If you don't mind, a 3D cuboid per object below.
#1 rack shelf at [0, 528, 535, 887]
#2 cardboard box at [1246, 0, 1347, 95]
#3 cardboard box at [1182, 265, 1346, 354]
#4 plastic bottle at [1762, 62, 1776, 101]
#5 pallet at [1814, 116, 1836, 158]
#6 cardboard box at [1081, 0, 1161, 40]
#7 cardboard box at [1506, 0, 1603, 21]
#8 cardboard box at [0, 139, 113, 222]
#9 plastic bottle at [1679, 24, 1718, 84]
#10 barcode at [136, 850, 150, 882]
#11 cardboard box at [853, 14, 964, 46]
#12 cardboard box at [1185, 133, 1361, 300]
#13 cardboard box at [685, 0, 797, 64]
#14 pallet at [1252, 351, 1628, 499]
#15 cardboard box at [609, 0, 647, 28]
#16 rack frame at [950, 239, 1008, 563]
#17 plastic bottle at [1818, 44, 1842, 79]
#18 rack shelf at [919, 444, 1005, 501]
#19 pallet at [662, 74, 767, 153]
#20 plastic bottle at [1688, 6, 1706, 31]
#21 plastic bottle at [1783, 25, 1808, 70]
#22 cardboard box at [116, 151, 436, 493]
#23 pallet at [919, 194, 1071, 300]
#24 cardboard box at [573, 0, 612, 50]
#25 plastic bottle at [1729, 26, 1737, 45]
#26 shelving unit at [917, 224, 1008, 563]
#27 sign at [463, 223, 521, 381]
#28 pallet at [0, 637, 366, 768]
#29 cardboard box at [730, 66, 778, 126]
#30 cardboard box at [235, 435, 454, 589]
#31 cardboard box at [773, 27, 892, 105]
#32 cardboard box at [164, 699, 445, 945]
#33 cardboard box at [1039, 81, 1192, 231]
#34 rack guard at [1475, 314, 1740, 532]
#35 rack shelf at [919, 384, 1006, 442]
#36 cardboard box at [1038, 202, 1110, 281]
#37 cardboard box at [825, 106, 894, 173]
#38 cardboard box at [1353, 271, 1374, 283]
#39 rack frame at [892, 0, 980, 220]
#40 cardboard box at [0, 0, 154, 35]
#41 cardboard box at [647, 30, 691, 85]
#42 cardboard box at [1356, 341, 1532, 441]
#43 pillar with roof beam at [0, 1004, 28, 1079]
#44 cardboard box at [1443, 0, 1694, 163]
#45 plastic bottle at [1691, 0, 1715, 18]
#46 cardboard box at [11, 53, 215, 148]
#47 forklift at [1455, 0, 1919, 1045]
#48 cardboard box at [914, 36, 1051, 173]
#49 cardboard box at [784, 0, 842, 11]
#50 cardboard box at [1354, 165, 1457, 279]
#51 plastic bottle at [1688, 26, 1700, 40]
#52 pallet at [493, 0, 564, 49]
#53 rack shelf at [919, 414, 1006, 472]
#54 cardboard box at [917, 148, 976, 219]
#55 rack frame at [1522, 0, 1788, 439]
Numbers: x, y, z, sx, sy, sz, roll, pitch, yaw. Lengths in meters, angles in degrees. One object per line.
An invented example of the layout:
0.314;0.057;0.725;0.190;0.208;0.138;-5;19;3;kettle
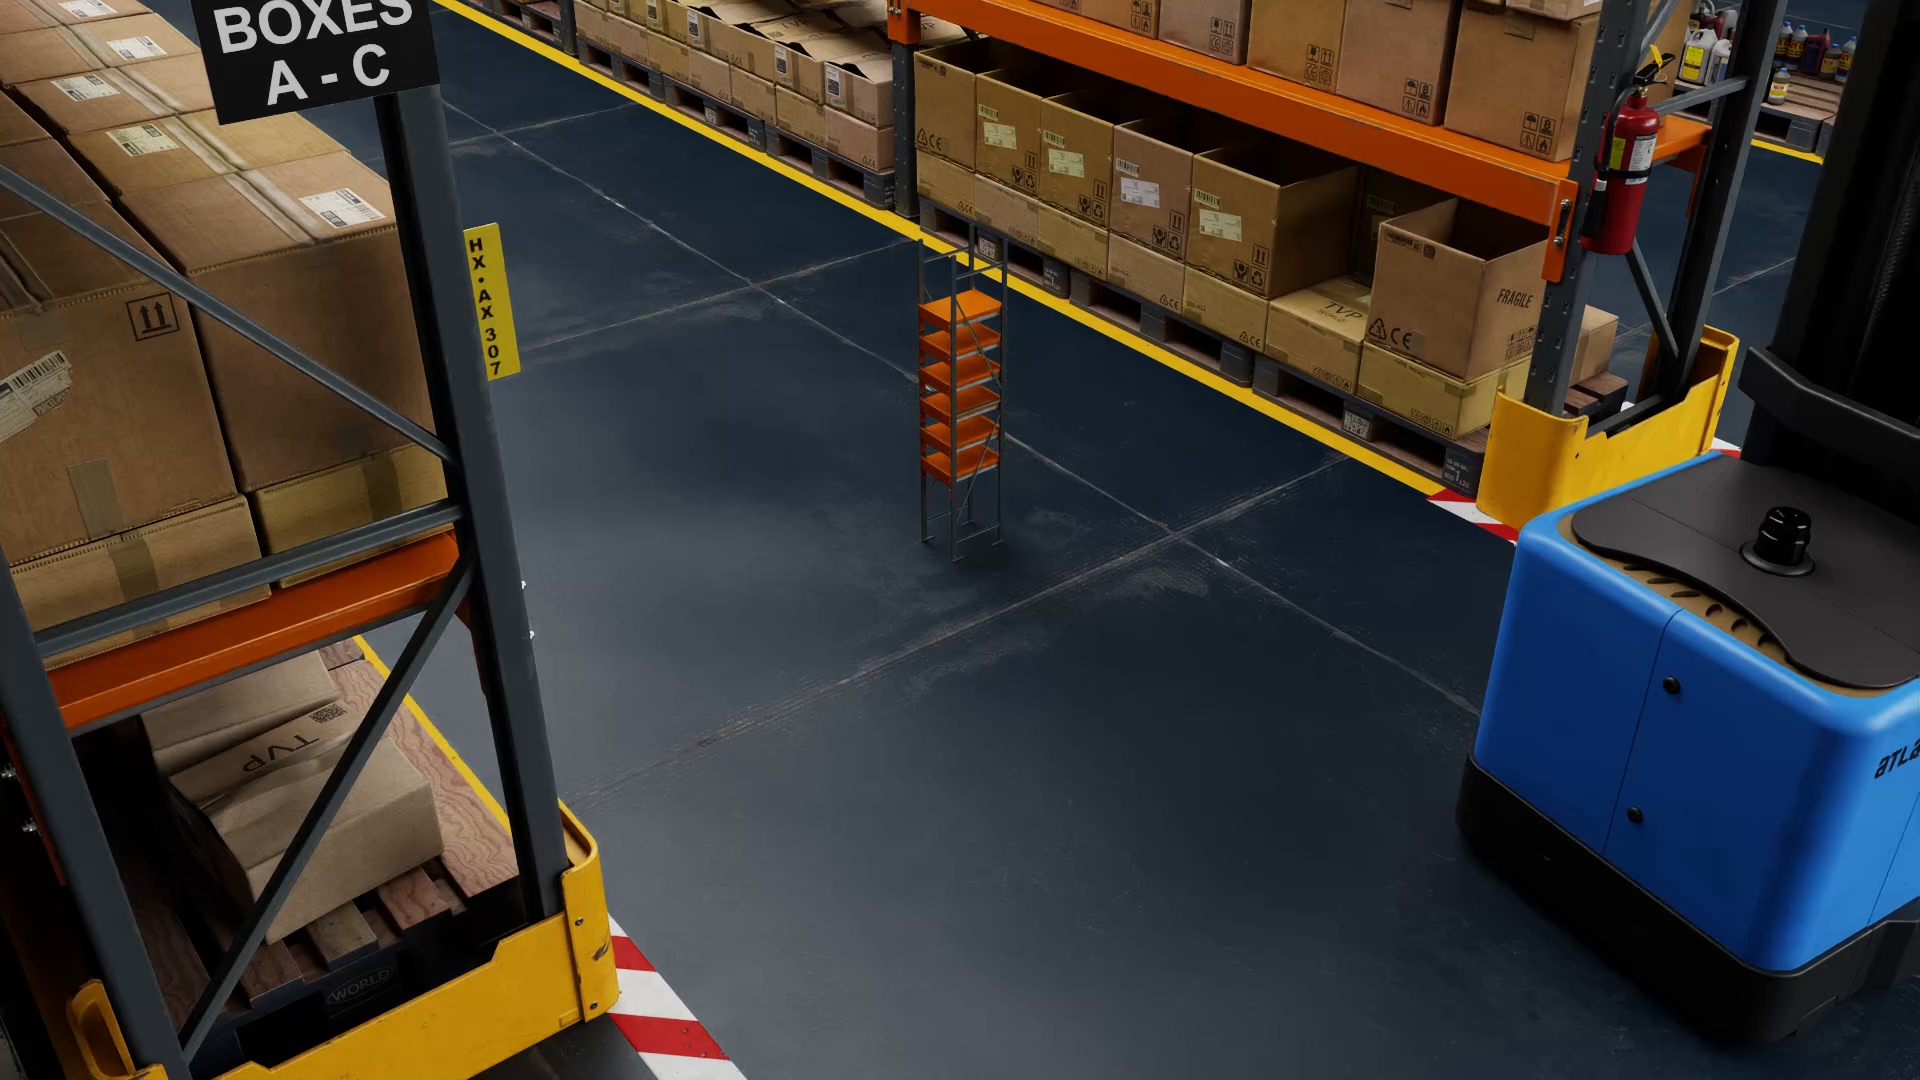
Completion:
-2.609;-0.458;4.826;1.077;0.370;4.000;-22;38;-31;rack shelf
1.626;-2.202;6.857;0.700;0.500;0.500;-22;38;-31;cardboard box
1.342;-1.085;7.362;0.500;0.250;0.500;-22;38;-31;cardboard box
4.885;-2.835;10.129;0.061;0.283;0.133;-21;38;-30;plastic bottle
5.865;-2.308;9.765;1.003;0.211;1.213;-22;38;-31;pallet
0.985;-2.633;7.551;0.700;0.500;0.500;-22;38;-31;cardboard box
2.143;-1.950;5.837;0.380;0.149;0.250;-23;39;-32;cardboard box
-2.140;-0.534;3.679;0.500;0.500;0.500;-22;38;-31;cardboard box
4.648;-3.060;10.428;0.144;0.351;0.185;-21;37;-29;plastic bottle
-2.063;0.826;4.200;0.001;0.075;0.075;-22;38;-31;barcode
-0.284;-2.913;9.774;0.500;0.311;0.500;-23;38;-32;cardboard box
1.339;-1.403;7.162;0.500;0.500;0.500;-22;38;-31;cardboard box
-1.333;-3.160;10.172;0.500;0.311;0.500;-23;38;-32;cardboard box
2.026;-0.655;7.104;1.003;0.211;1.213;-22;38;-31;pallet
-1.960;-3.588;10.860;0.500;0.311;0.500;-23;39;-33;cardboard box
0.065;-0.466;5.862;0.240;1.200;0.006;-22;38;-31;rack frame
5.514;-3.033;10.526;0.097;0.201;0.097;0;32;0;plastic bottle
0.009;-0.262;6.074;0.258;0.103;0.180;-22;38;-31;rack shelf
-1.160;-2.820;10.591;1.003;0.211;1.213;-22;38;-31;pallet
4.863;-3.402;11.042;0.061;0.283;0.133;-22;38;-31;plastic bottle
5.367;-3.163;10.668;0.097;0.271;0.097;0;32;0;plastic bottle
-1.438;-0.490;3.608;0.500;0.500;0.500;-22;38;-31;cardboard box
0.530;-1.672;8.742;1.003;0.211;1.213;-22;38;-31;pallet
-2.288;-3.566;11.356;0.500;0.250;0.500;-22;38;-32;cardboard box
5.119;-3.301;10.958;0.097;0.201;0.097;0;32;0;plastic bottle
0.009;-0.504;5.924;0.258;1.200;0.189;-22;38;-31;shelving unit
-0.954;-0.473;3.349;0.100;0.325;0.005;-22;38;-31;sign
-2.643;0.365;5.463;1.003;0.211;1.213;-22;38;-31;pallet
-1.031;-2.715;9.987;0.500;0.250;0.500;-21;38;-30;cardboard box
-1.431;-0.181;3.822;0.500;0.250;0.500;-24;39;-33;cardboard box
-0.724;-2.741;9.496;0.500;0.311;0.500;-21;38;-30;cardboard box
-1.736;0.708;4.399;0.500;0.311;0.500;-27;41;-36;cardboard box
0.726;-1.819;7.833;0.500;0.500;0.500;-22;38;-31;cardboard box
2.543;-0.462;6.521;1.175;0.500;0.348;-22;38;-31;rack guard
0.009;-0.466;5.947;0.258;0.103;0.180;-22;38;-31;rack shelf
0.725;-1.500;8.031;0.500;0.250;0.500;-22;38;-31;cardboard box
-0.408;-2.291;9.303;0.500;0.250;0.500;-23;38;-32;cardboard box
2.065;-1.047;7.301;0.500;0.250;0.500;-22;38;-31;cardboard box
0.075;-3.201;8.562;1.000;3.000;0.127;-22;38;-31;rack frame
-2.690;-1.344;4.983;0.500;0.500;0.500;-23;39;-33;cardboard box
-1.656;-3.142;10.673;0.500;0.250;0.500;-23;39;-33;cardboard box
1.966;-0.673;6.698;0.500;0.250;0.500;-22;38;-31;cardboard box
0.905;-3.883;3.973;9.100;9.000;0.400;-22;38;-31;pillar with roof beam
2.252;-1.776;6.171;0.700;0.500;0.500;-22;38;-31;cardboard box
4.929;-3.474;11.095;0.144;0.351;0.185;-23;38;-32;plastic bottle
-2.045;-0.916;4.295;0.500;0.500;0.500;-24;39;-33;cardboard box
2.961;-0.563;4.378;3.031;2.935;1.130;-18;36;-26;forklift
0.112;-2.236;8.504;0.500;0.500;0.500;-22;38;-31;cardboard box
-0.925;-3.343;10.466;0.500;0.311;0.500;-21;38;-30;cardboard box
2.067;-1.366;7.104;0.500;0.500;0.500;-22;38;-31;cardboard box
4.636;-3.164;10.666;0.152;0.276;0.135;-22;38;-31;plastic bottle
-2.806;-4.007;12.502;1.003;0.211;1.213;-22;38;-31;pallet
0.009;-0.364;6.010;0.258;0.103;0.180;-22;38;-31;rack shelf
0.120;-1.920;8.707;0.500;0.250;0.500;-22;38;-31;cardboard box
2.528;-1.534;5.877;1.000;3.000;0.127;-22;38;-31;rack frame
